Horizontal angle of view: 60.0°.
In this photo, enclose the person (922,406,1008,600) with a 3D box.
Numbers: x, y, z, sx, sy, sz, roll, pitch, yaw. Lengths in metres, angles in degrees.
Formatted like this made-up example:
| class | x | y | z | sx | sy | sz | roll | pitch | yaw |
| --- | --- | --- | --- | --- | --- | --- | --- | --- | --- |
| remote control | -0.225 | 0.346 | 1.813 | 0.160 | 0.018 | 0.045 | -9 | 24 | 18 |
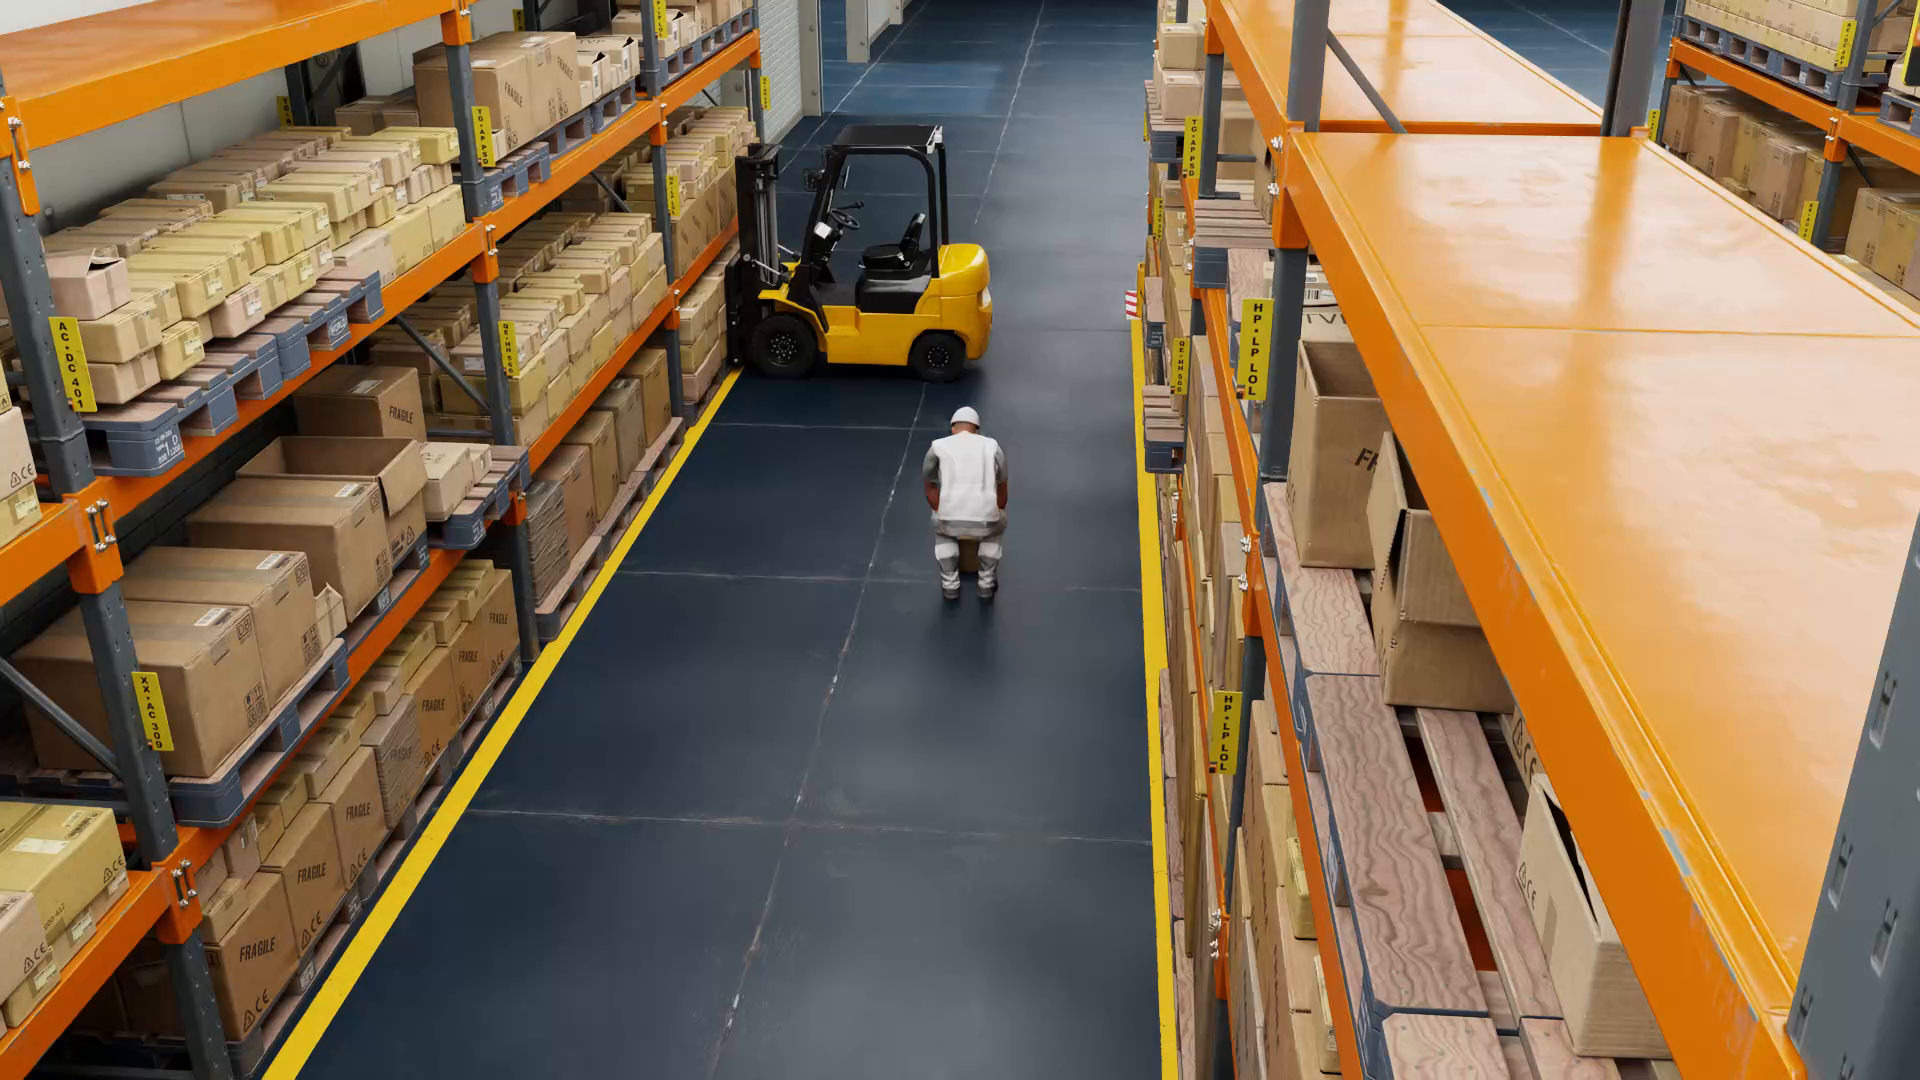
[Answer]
| class | x | y | z | sx | sy | sz | roll | pitch | yaw |
| --- | --- | --- | --- | --- | --- | --- | --- | --- | --- |
| person | 0.028 | -0.227 | 11.203 | 0.581 | 1.201 | 0.845 | 2 | 24 | 4 |
